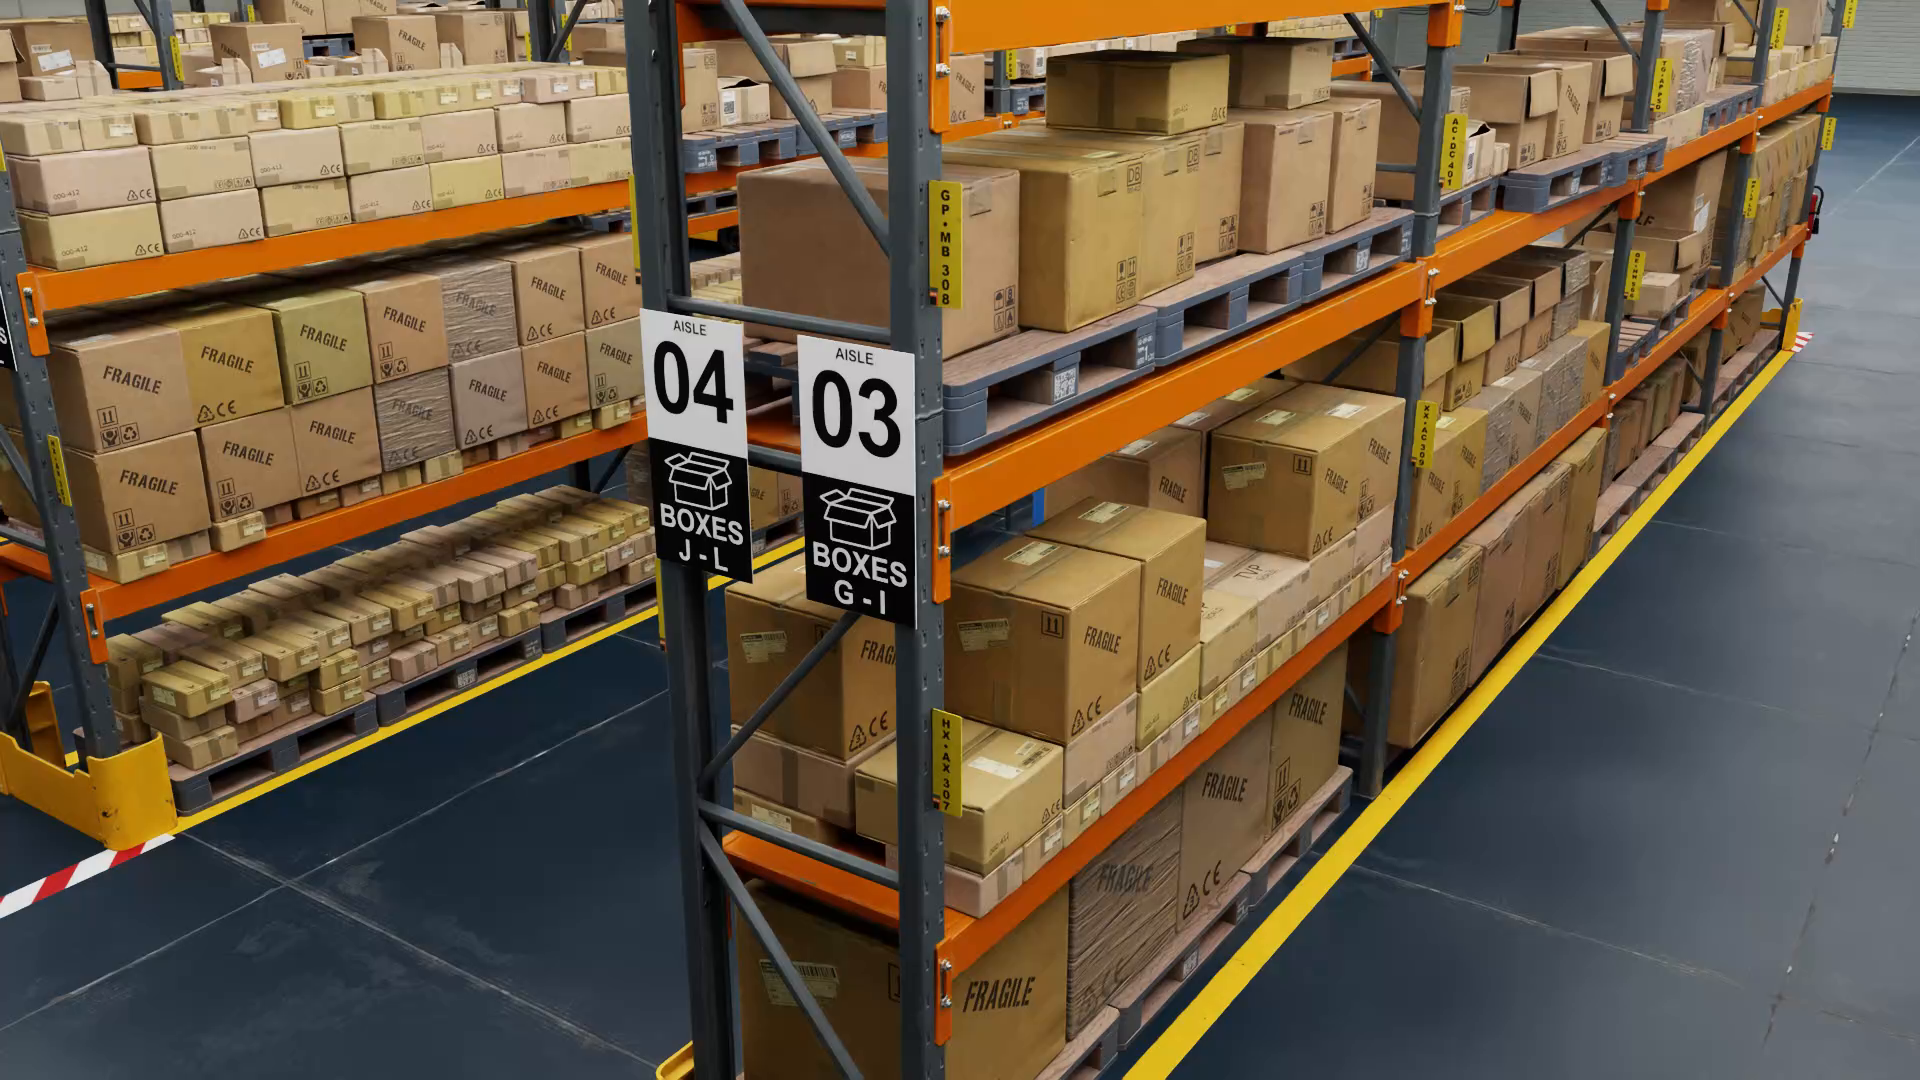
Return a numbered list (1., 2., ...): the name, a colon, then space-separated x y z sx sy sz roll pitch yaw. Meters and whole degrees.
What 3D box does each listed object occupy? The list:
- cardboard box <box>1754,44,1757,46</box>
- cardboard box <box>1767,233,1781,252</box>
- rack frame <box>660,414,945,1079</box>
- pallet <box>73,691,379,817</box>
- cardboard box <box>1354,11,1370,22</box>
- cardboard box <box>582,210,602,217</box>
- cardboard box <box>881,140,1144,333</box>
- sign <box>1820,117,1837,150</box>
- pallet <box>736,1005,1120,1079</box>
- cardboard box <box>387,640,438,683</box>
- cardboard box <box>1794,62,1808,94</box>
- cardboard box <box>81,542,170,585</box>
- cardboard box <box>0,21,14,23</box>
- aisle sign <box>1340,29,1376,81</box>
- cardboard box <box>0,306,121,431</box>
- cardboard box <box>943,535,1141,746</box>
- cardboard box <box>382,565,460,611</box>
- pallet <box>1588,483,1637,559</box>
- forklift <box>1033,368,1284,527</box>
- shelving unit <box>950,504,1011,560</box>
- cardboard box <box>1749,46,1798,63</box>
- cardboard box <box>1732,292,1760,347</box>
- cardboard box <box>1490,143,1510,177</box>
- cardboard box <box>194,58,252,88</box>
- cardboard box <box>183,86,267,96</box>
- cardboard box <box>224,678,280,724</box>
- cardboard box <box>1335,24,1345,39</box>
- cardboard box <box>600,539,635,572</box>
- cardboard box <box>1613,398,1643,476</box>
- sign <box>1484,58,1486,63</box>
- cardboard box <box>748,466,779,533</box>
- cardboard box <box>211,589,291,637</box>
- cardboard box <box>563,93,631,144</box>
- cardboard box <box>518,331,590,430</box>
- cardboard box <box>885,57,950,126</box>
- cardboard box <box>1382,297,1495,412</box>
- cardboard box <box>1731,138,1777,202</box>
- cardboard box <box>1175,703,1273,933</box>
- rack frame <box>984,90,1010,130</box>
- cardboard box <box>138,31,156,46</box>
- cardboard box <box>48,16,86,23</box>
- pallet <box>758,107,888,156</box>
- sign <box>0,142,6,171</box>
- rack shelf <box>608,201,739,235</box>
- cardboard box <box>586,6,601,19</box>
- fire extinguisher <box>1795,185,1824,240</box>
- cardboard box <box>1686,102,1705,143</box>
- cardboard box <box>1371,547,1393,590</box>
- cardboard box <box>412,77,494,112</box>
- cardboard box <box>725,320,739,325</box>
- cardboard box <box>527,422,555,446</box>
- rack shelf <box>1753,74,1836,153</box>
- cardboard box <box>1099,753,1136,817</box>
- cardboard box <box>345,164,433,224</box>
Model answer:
1. cardboard box: 7.678 -4.882 16.458 0.380 0.149 0.250 14 25 34
2. cardboard box: 7.756 -2.918 16.193 0.380 0.149 0.250 13 24 32
3. rack frame: -0.493 0.982 5.287 1.000 3.000 0.127 13 24 32
4. pallet: -4.009 1.045 9.135 1.003 0.211 1.213 13 24 32
5. cardboard box: 4.412 -6.130 19.229 0.500 0.250 0.500 14 24 33
6. cardboard box: -3.855 -3.382 16.842 0.380 0.149 0.250 12 23 29
7. cardboard box: 0.171 -1.014 5.464 0.700 0.500 0.500 12 24 30
8. sign: 8.950 -4.186 17.134 0.100 0.325 0.005 13 24 32
9. pallet: -0.108 2.045 6.433 1.003 0.211 1.213 13 24 32
10. cardboard box: -3.254 0.676 9.619 0.380 0.149 0.250 12 23 29
11. cardboard box: 7.589 -4.323 15.521 0.500 0.250 0.500 13 24 31
12. cardboard box: -4.085 0.074 8.103 0.380 0.149 0.250 13 24 31
13. cardboard box: -9.530 -5.057 16.473 0.380 0.149 0.250 14 24 33
14. aisle sign: 4.744 -5.786 19.837 0.394 0.787 0.004 13 24 32
15. cardboard box: -4.486 -0.850 8.225 0.500 0.500 0.500 13 24 31
16. cardboard box: 0.282 0.332 5.750 0.500 0.500 0.500 13 24 31
17. cardboard box: -3.177 0.290 9.803 0.380 0.149 0.250 13 24 32
18. pallet: 4.445 -0.230 12.582 1.003 0.211 1.213 13 24 32
19. forklift: 1.622 -0.693 9.913 1.130 2.935 3.031 -11 23 -27
20. shelving unit: 0.004 -0.705 12.010 0.431 1.500 0.755 13 24 32
21. cardboard box: 7.509 -4.480 15.371 0.380 0.149 0.250 14 24 33
22. cardboard box: 7.829 -2.280 17.102 0.500 0.500 0.500 -17 26 -38
23. cardboard box: 2.717 -2.050 8.916 0.380 0.149 0.250 12 24 30
24. cardboard box: -5.869 -3.715 13.249 0.396 0.266 0.258 13 24 31
25. cardboard box: -3.848 -2.287 8.720 0.380 0.149 0.250 14 24 33
26. cardboard box: -3.830 0.818 8.805 0.380 0.149 0.250 13 24 32
27. cardboard box: 4.121 -5.758 18.798 0.380 0.149 0.250 14 24 32
28. cardboard box: -2.345 0.071 10.825 0.380 0.149 0.250 12 23 29
29. cardboard box: 4.979 -0.869 13.261 0.700 0.500 0.500 16 25 36
30. sign: 3.557 -3.069 11.170 0.100 0.325 0.005 13 24 32
31. cardboard box: -1.655 -0.347 11.878 0.500 0.500 0.500 14 25 34
32. cardboard box: -4.023 0.423 9.444 0.380 0.149 0.250 12 24 30
33. cardboard box: -2.338 -2.551 10.010 0.500 0.250 0.500 12 23 29
34. cardboard box: -2.620 -1.006 10.088 0.500 0.500 0.500 13 24 30
35. cardboard box: -0.422 -3.404 12.677 0.500 0.500 0.500 13 24 32
36. cardboard box: 2.504 -1.063 9.225 0.797 0.503 0.637 14 24 32
37. cardboard box: 6.996 -3.340 14.957 0.500 0.500 0.500 13 24 32
38. cardboard box: 0.813 1.066 7.518 0.875 0.875 0.875 13 24 32
39. rack frame: -0.041 -2.310 14.186 1.000 3.000 0.127 13 24 32
40. cardboard box: -8.733 -5.367 17.769 0.380 0.149 0.250 13 24 32
41. cardboard box: -9.397 -5.449 17.562 0.380 0.149 0.250 13 24 31
42. pallet: -1.274 -2.936 11.825 1.213 0.211 1.003 13 24 32
43. sign: -4.089 -1.726 7.023 0.100 0.325 0.005 13 24 32
44. rack shelf: -3.067 -3.483 18.394 1.077 0.370 4.000 13 24 32
45. cardboard box: -5.115 -7.184 22.652 0.380 0.149 0.250 14 25 33
46. fire extinguisher: 8.947 -3.516 17.557 0.296 0.674 0.183 13 24 32
47. cardboard box: 5.049 -3.032 12.031 0.500 0.250 0.500 14 24 33
48. cardboard box: 1.856 0.103 8.024 0.380 0.149 0.250 13 24 32
49. cardboard box: -2.818 -2.477 9.234 0.380 0.149 0.250 12 24 30
50. cardboard box: -1.687 -1.404 11.066 0.380 0.149 0.250 14 24 33
51. cardboard box: -2.712 -0.696 10.185 0.380 0.149 0.250 13 24 30
52. rack shelf: 7.377 -4.105 15.751 1.077 0.370 4.000 13 24 32
53. cardboard box: 0.412 0.839 6.034 0.380 0.149 0.250 13 24 31
54. cardboard box: -3.196 -1.877 8.907 0.500 0.250 0.500 13 24 32
